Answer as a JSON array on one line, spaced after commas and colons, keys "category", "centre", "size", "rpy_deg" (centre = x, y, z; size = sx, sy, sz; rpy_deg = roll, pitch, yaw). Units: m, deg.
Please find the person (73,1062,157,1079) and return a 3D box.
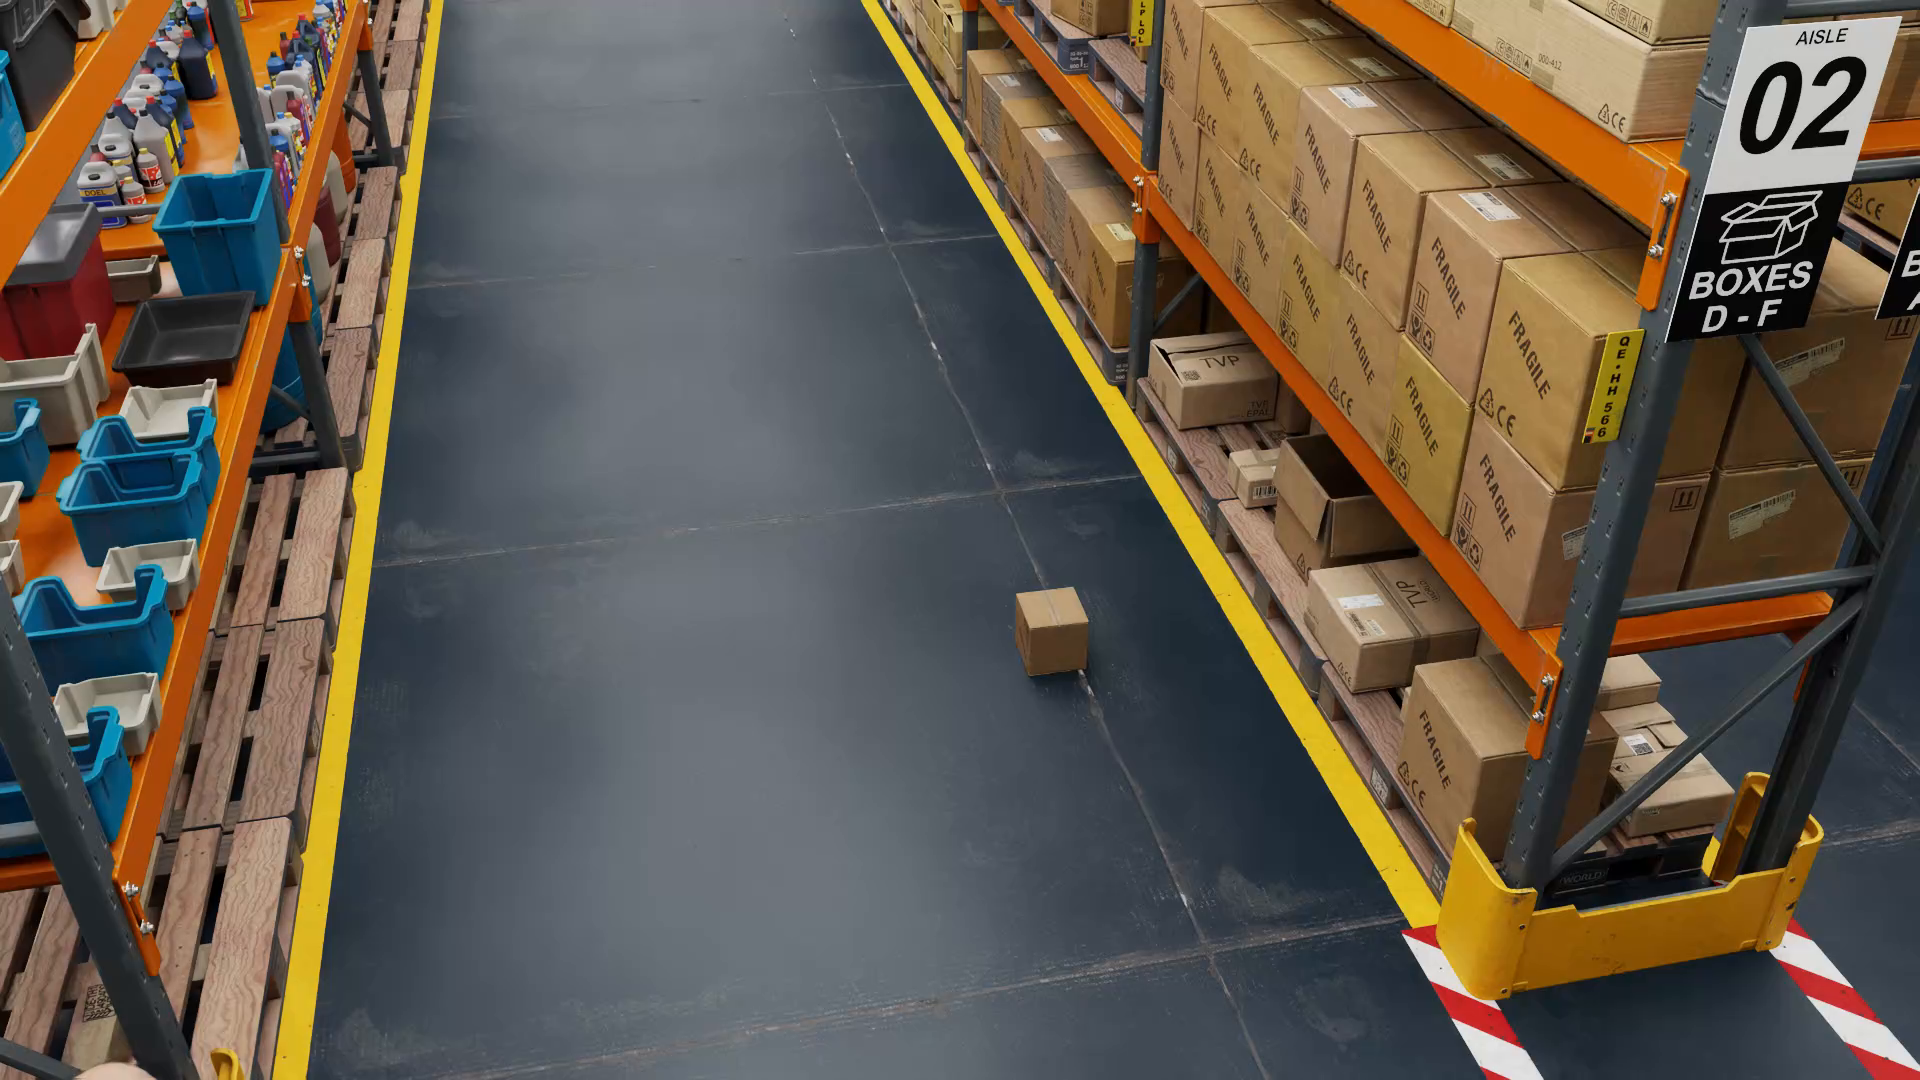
[{"category": "person", "centre": [-1.575, 1.797, 3.464], "size": [0.658, 1.794, 0.503], "rpy_deg": [24, 41, 31]}]
